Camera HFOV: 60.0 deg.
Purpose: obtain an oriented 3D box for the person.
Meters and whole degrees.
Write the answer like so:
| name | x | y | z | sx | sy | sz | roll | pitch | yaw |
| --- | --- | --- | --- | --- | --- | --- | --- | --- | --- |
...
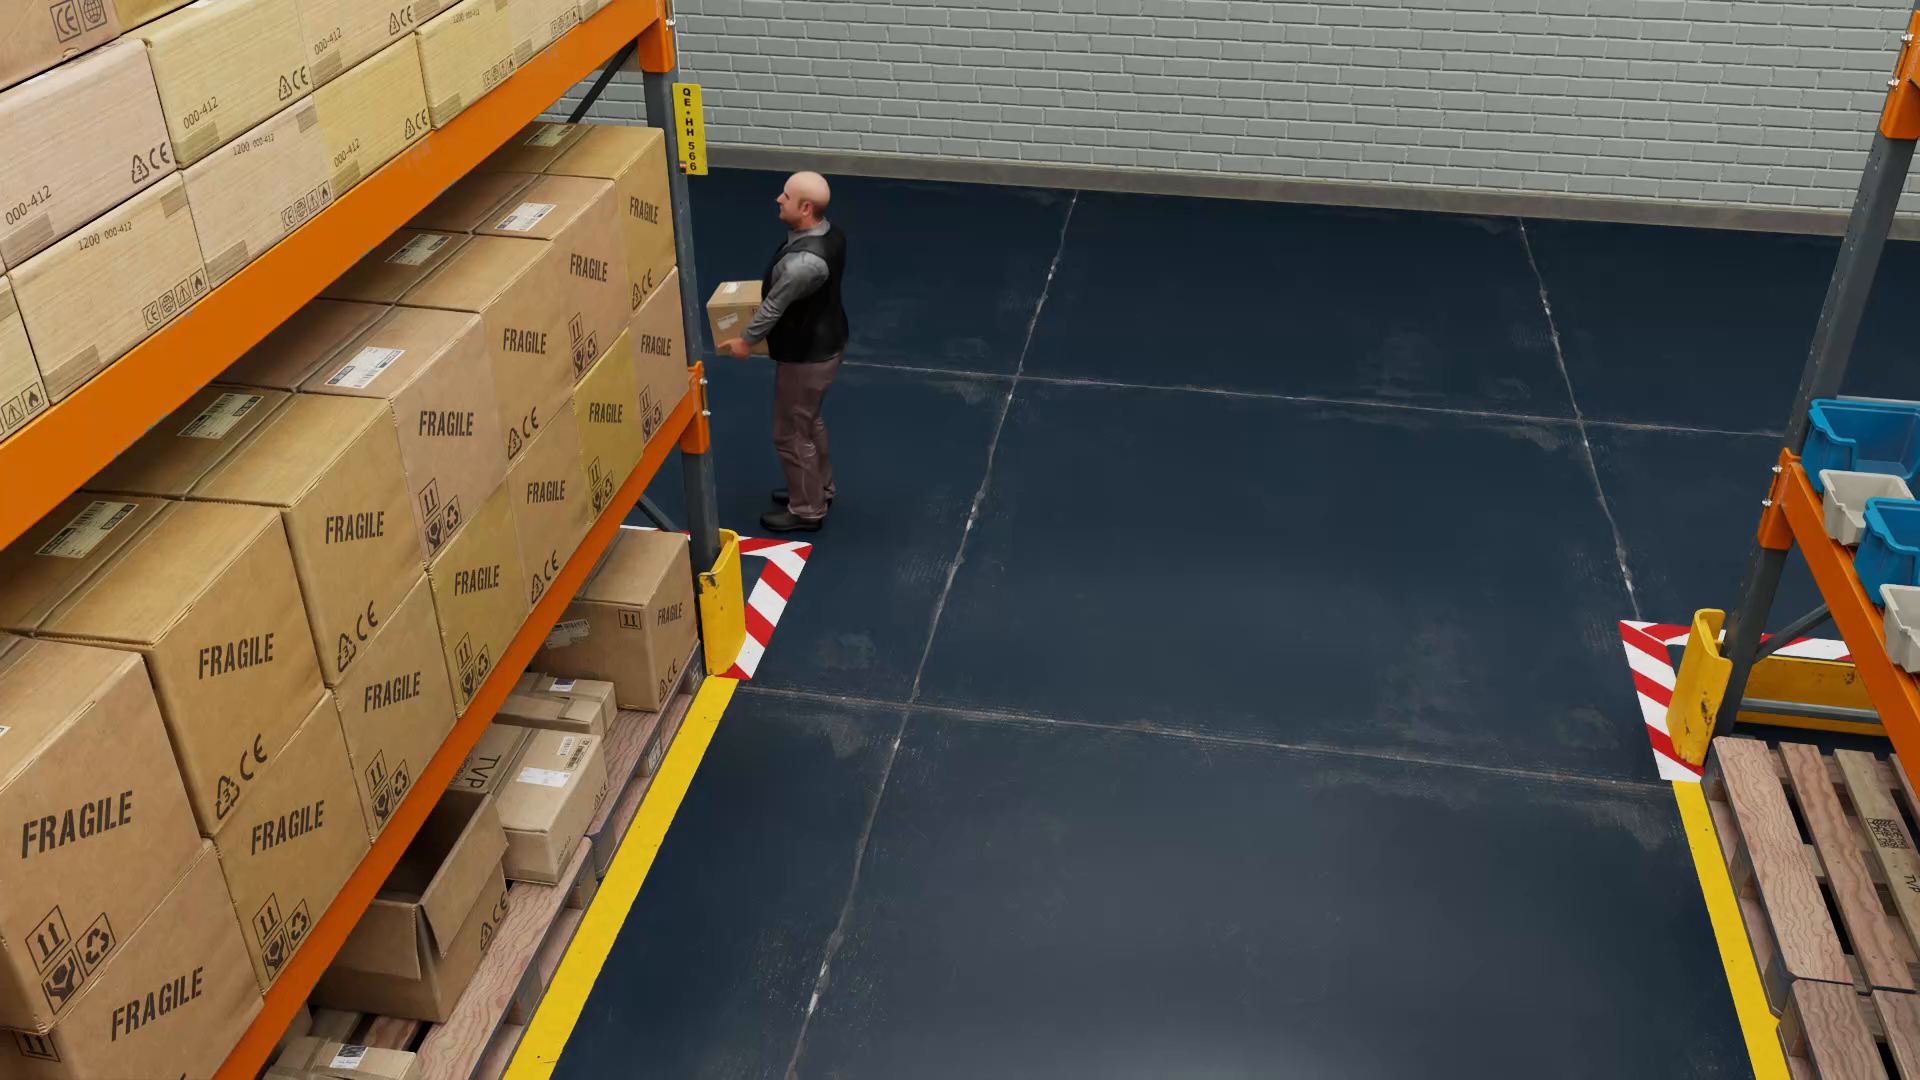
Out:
| name | x | y | z | sx | sy | sz | roll | pitch | yaw |
| --- | --- | --- | --- | --- | --- | --- | --- | --- | --- |
| person | -0.786 | -0.839 | 7.500 | 0.554 | 1.716 | 0.495 | 4 | 32 | 7 |
